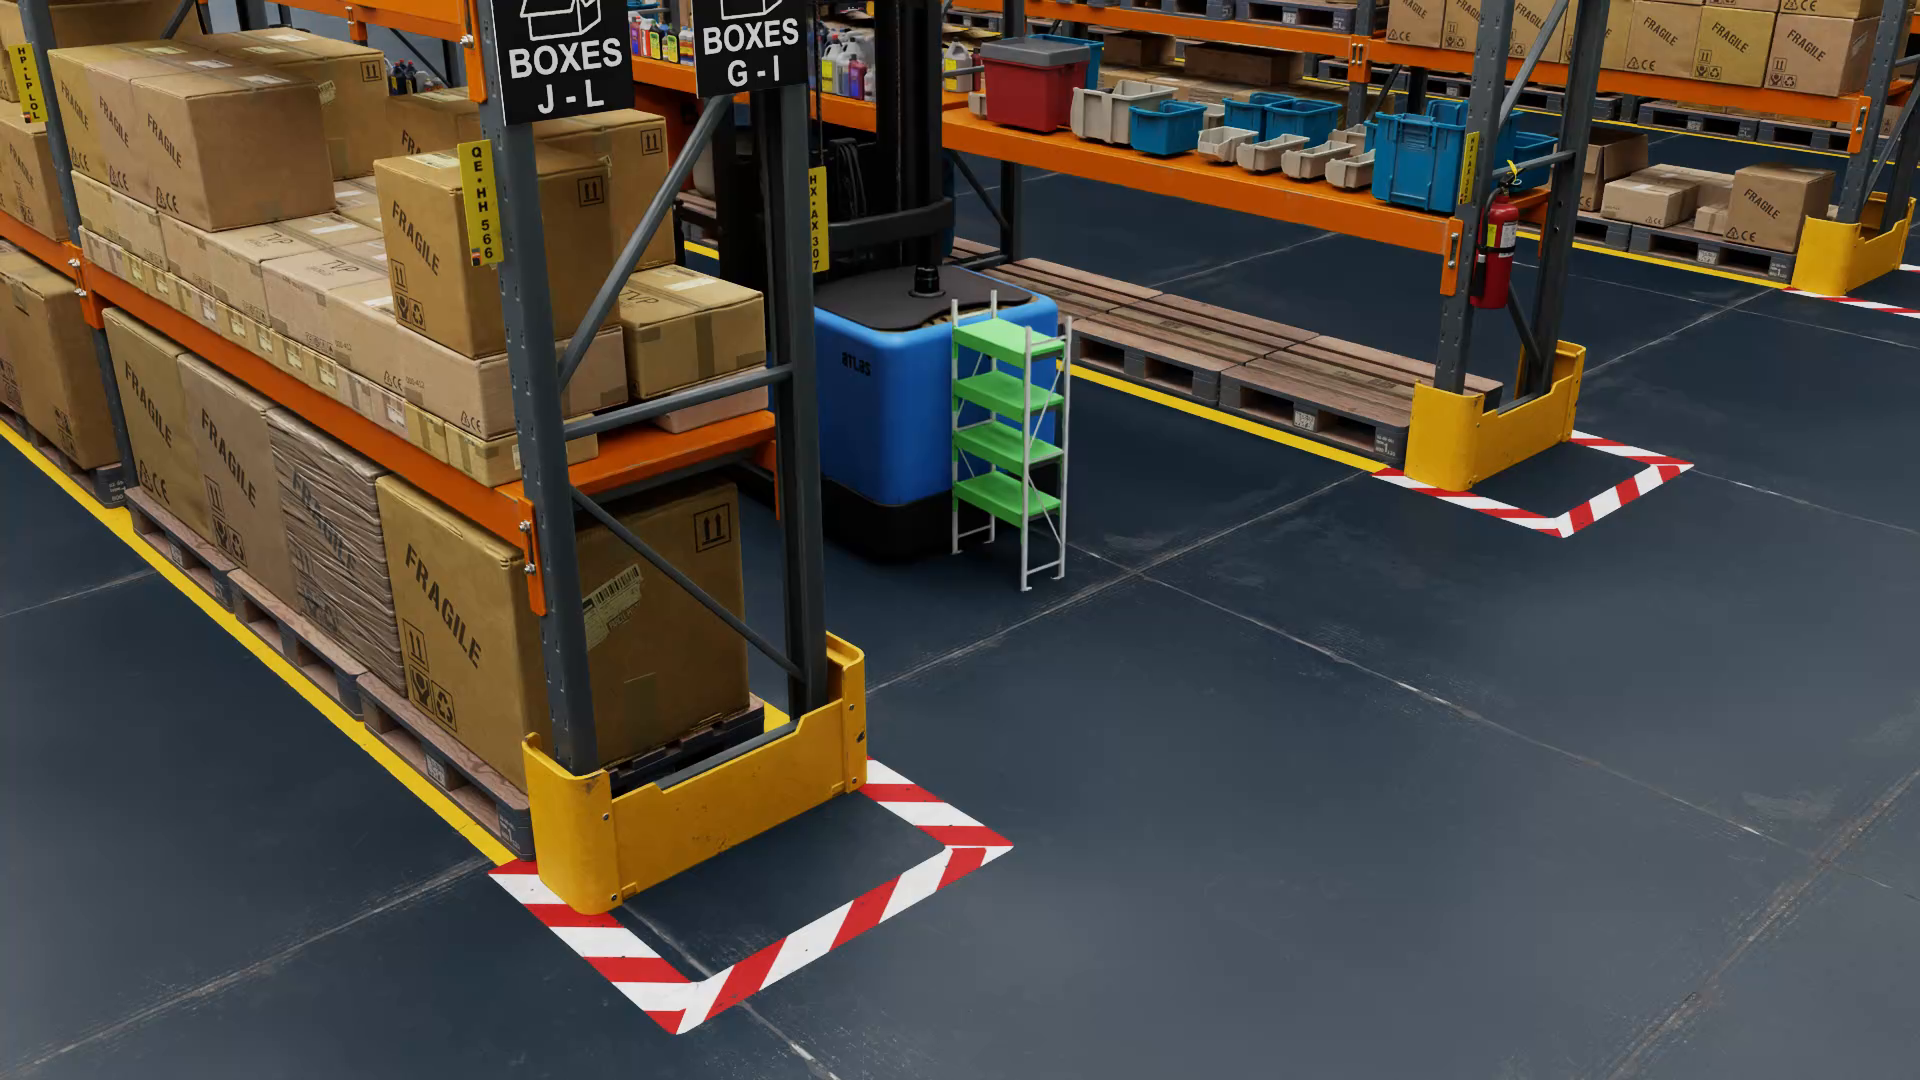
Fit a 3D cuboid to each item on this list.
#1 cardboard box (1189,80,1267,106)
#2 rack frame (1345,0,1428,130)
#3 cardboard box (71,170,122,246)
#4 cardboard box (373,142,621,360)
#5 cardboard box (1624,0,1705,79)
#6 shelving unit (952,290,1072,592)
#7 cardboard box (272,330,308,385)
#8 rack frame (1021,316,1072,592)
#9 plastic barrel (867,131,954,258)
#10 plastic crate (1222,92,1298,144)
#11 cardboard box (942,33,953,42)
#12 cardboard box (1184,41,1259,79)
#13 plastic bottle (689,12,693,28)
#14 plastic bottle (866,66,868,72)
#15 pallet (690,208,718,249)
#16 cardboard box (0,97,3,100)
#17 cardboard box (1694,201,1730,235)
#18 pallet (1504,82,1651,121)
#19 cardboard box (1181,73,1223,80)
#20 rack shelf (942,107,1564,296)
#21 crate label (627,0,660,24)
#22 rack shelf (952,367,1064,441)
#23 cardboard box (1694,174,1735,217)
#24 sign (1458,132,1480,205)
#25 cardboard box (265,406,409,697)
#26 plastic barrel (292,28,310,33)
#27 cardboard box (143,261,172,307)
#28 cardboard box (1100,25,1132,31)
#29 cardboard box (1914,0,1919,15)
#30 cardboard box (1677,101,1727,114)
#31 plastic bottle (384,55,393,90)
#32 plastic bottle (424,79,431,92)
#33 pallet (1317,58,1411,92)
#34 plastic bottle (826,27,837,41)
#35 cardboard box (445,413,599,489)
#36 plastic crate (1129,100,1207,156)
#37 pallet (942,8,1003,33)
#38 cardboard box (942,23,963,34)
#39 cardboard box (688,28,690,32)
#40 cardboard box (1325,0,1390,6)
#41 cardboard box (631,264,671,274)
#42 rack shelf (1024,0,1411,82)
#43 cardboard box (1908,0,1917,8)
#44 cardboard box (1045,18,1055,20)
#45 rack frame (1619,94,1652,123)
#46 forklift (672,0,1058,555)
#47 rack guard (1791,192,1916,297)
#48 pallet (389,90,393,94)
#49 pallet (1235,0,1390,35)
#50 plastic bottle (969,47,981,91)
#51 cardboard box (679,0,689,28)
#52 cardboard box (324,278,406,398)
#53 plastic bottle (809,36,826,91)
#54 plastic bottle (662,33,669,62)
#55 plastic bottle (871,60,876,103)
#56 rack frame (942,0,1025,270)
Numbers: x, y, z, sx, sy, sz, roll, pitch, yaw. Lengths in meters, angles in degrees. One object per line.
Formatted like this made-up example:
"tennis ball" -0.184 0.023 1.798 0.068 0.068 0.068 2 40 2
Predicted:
"cardboard box" 2.418 -3.864 15.087 0.500 0.500 0.500 -21 32 -38
"rack frame" 3.638 -4.429 13.844 1.000 3.000 0.127 -21 32 -38
"cardboard box" -3.465 -1.470 7.180 0.500 0.250 0.500 -22 32 -39
"cardboard box" -1.386 -0.889 5.003 0.500 0.500 0.500 -21 32 -38
"cardboard box" 5.173 -3.630 11.972 0.500 0.500 0.500 -21 32 -38
"shelving unit" 0.213 -0.430 7.247 0.258 1.200 0.503 -18 30 -34
"cardboard box" -2.222 -0.695 5.963 0.380 0.149 0.250 -21 32 -38
"rack frame" 0.364 -0.351 7.073 0.240 1.200 0.015 -18 30 -34
"plastic barrel" -0.339 -2.431 11.486 0.600 0.901 0.708 -21 32 -38
"plastic crate" 1.721 -2.422 9.574 0.416 0.233 0.300 -21 32 -38
"cardboard box" -0.336 -5.234 17.740 0.500 0.311 0.500 -21 32 -39
"cardboard box" 2.459 -4.503 15.585 0.500 0.250 0.500 -22 32 -39
"plastic bottle" -2.126 -4.182 13.443 0.061 0.283 0.133 -21 32 -38
"plastic bottle" -0.631 -3.047 11.054 0.097 0.201 0.097 0 25 0
"pallet" -1.315 -2.371 12.694 1.003 0.211 1.213 -21 32 -38
"cardboard box" -4.810 -2.037 8.482 0.500 0.500 0.500 -22 32 -39
"cardboard box" 5.610 -2.371 12.217 0.380 0.166 0.250 -21 32 -38
"pallet" 6.669 -4.779 17.971 1.003 0.211 1.213 -21 32 -38
"cardboard box" 2.432 -4.173 15.764 0.500 0.500 0.500 22 33 40
"rack shelf" 1.387 -2.091 9.587 1.077 0.370 4.000 -21 32 -38
"crate label" -2.728 -4.394 13.970 0.303 0.233 0.416 -21 32 -38
"rack shelf" 0.213 -0.590 7.174 0.258 0.148 0.480 -18 30 -34
"cardboard box" 5.866 -2.563 12.536 0.500 0.250 0.500 -21 32 -38
"sign" 2.364 -1.726 7.723 0.100 0.325 0.005 -21 32 -38
"cardboard box" -1.979 -0.079 6.363 0.875 0.875 0.875 -21 32 -38
"plastic barrel" -7.334 -5.390 18.442 0.421 0.512 0.421 0 25 0
"cardboard box" -3.095 -1.083 6.812 0.380 0.149 0.250 -22 33 -40
"cardboard box" 2.299 -7.103 22.188 0.700 0.500 0.500 -20 31 -37
"cardboard box" 9.125 -5.129 15.017 0.980 0.700 0.700 -22 32 -39
"cardboard box" 7.688 -4.633 16.798 0.700 0.500 0.500 -21 32 -38
"plastic bottle" -6.116 -4.992 17.739 0.144 0.351 0.185 -22 32 -39
"plastic bottle" -5.485 -4.658 17.188 0.097 0.201 0.097 0 25 0
"pallet" 5.002 -5.518 19.591 1.003 0.211 1.213 -21 32 -38
"plastic bottle" -0.935 -3.638 12.265 0.097 0.271 0.097 0 25 0
"cardboard box" -1.345 -0.308 5.113 0.380 0.149 0.250 -20 32 -38
"plastic crate" 1.163 -2.313 9.336 0.416 0.233 0.300 -21 32 -38
"pallet" 0.461 -7.553 24.053 1.003 0.211 1.213 -21 32 -38
"cardboard box" -0.303 -5.545 18.422 0.500 0.311 0.500 -22 32 -39
"cardboard box" -2.993 -6.173 20.473 0.500 0.250 0.500 -21 32 -38
"cardboard box" 3.478 -4.872 14.189 0.500 0.500 0.700 12 27 25
"cardboard box" -1.352 -0.852 5.827 0.500 0.250 0.500 -22 32 -39
"rack shelf" 2.271 -4.707 15.321 1.077 0.370 4.000 -21 32 -38
"cardboard box" 6.262 -3.926 11.418 0.500 0.500 0.500 -20 31 -37
"cardboard box" 1.396 -7.323 23.073 0.250 0.166 0.380 19 31 35
"rack frame" 7.252 -5.835 16.927 1.000 3.000 0.127 -21 32 -38
"forklift" -0.841 -1.810 8.186 1.130 2.935 3.031 -18 30 -34
"rack guard" 6.321 -2.103 11.756 1.175 0.500 0.348 -21 32 -38
"pallet" -6.714 -4.765 17.940 1.003 0.211 1.213 -21 32 -38
"pallet" 3.172 -4.614 14.482 1.003 0.211 1.213 -21 32 -38
"plastic bottle" 0.081 -3.204 11.299 0.061 0.283 0.133 -21 32 -38
"cardboard box" -3.336 -6.665 20.649 0.500 0.500 0.500 -21 32 -38
"cardboard box" -1.732 -0.700 5.493 0.500 0.250 0.500 -22 32 -39
"plastic bottle" -0.973 -3.244 11.306 0.144 0.351 0.185 -21 32 -38
"plastic bottle" -2.187 -3.700 12.485 0.097 0.201 0.097 0 25 0
"plastic bottle" -0.485 -2.996 10.852 0.152 0.276 0.135 -21 32 -38
"rack frame" 0.020 -3.025 10.766 1.000 3.000 0.127 -21 32 -38
